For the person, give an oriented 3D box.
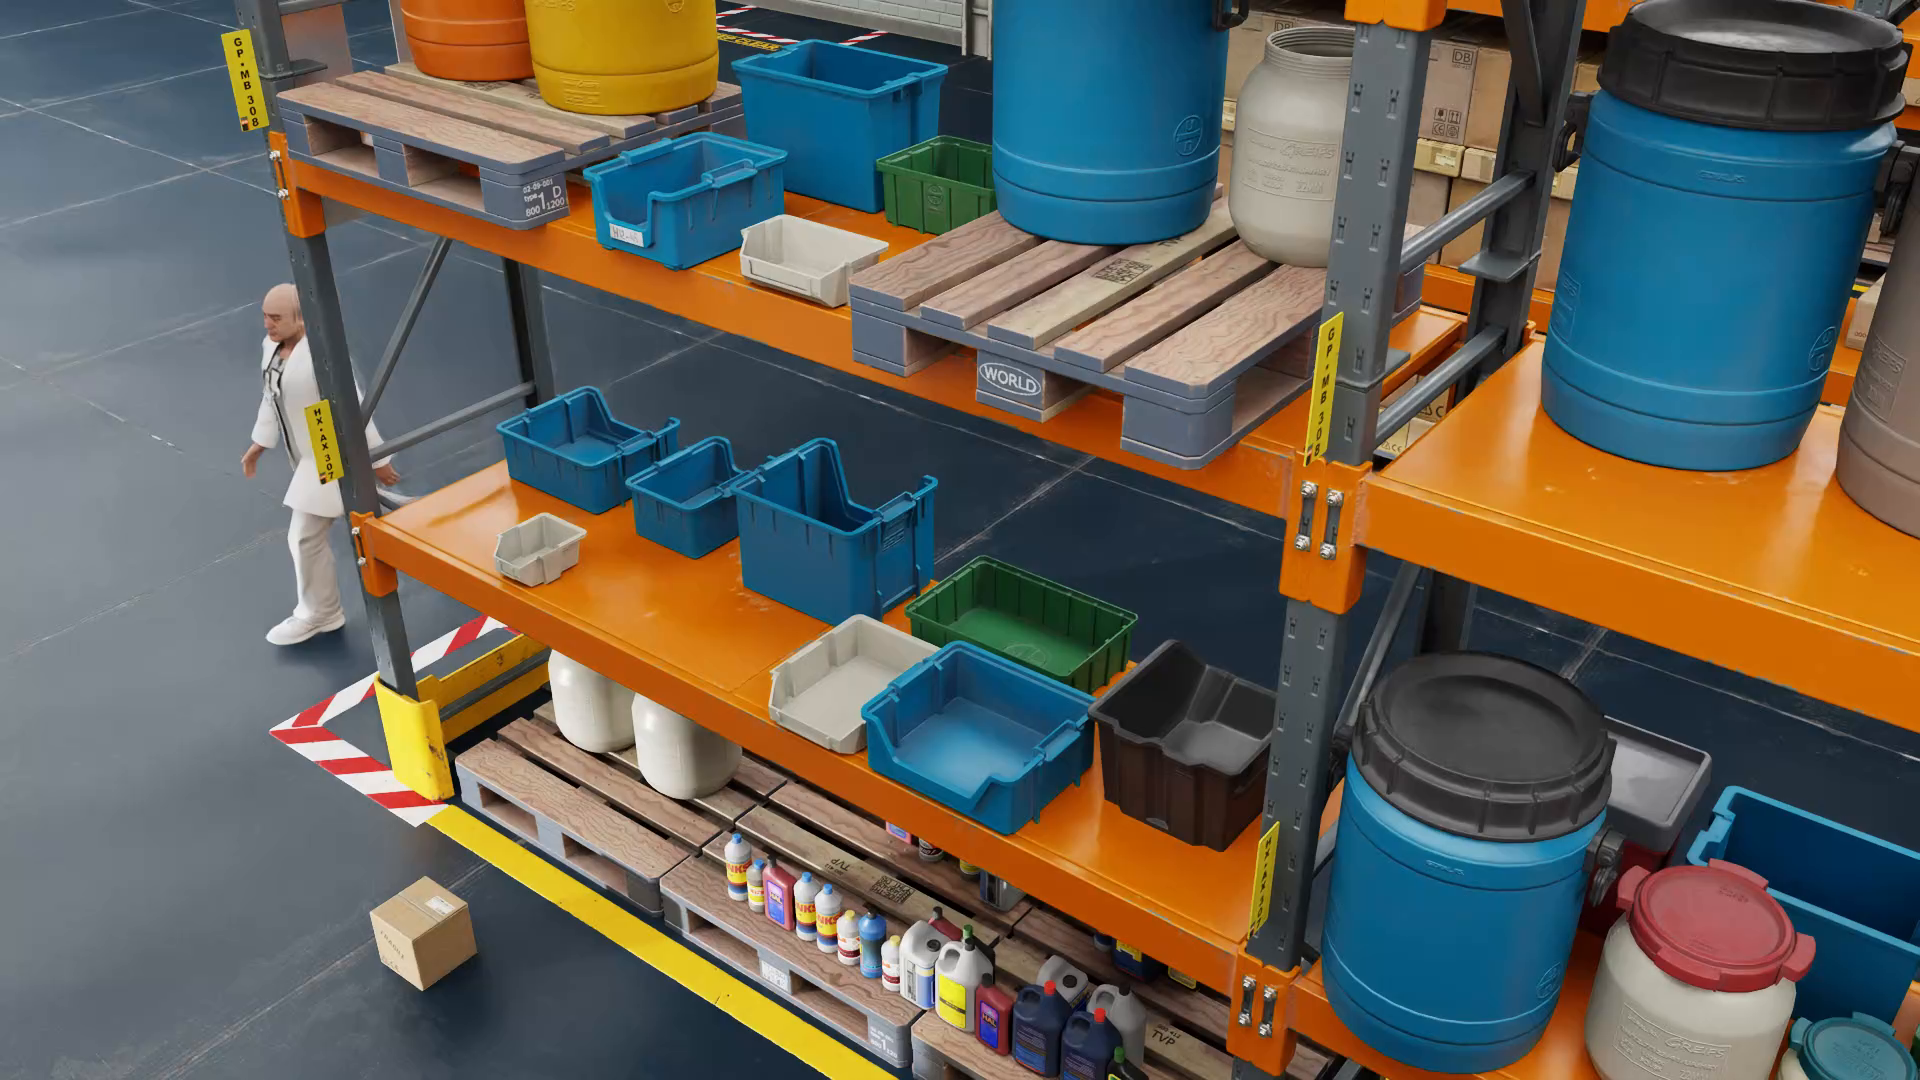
[{"bbox_3d":[-2.948,-0.438,7.891,0.614,1.730,1.100,25,39,36],"label":"person"}]
